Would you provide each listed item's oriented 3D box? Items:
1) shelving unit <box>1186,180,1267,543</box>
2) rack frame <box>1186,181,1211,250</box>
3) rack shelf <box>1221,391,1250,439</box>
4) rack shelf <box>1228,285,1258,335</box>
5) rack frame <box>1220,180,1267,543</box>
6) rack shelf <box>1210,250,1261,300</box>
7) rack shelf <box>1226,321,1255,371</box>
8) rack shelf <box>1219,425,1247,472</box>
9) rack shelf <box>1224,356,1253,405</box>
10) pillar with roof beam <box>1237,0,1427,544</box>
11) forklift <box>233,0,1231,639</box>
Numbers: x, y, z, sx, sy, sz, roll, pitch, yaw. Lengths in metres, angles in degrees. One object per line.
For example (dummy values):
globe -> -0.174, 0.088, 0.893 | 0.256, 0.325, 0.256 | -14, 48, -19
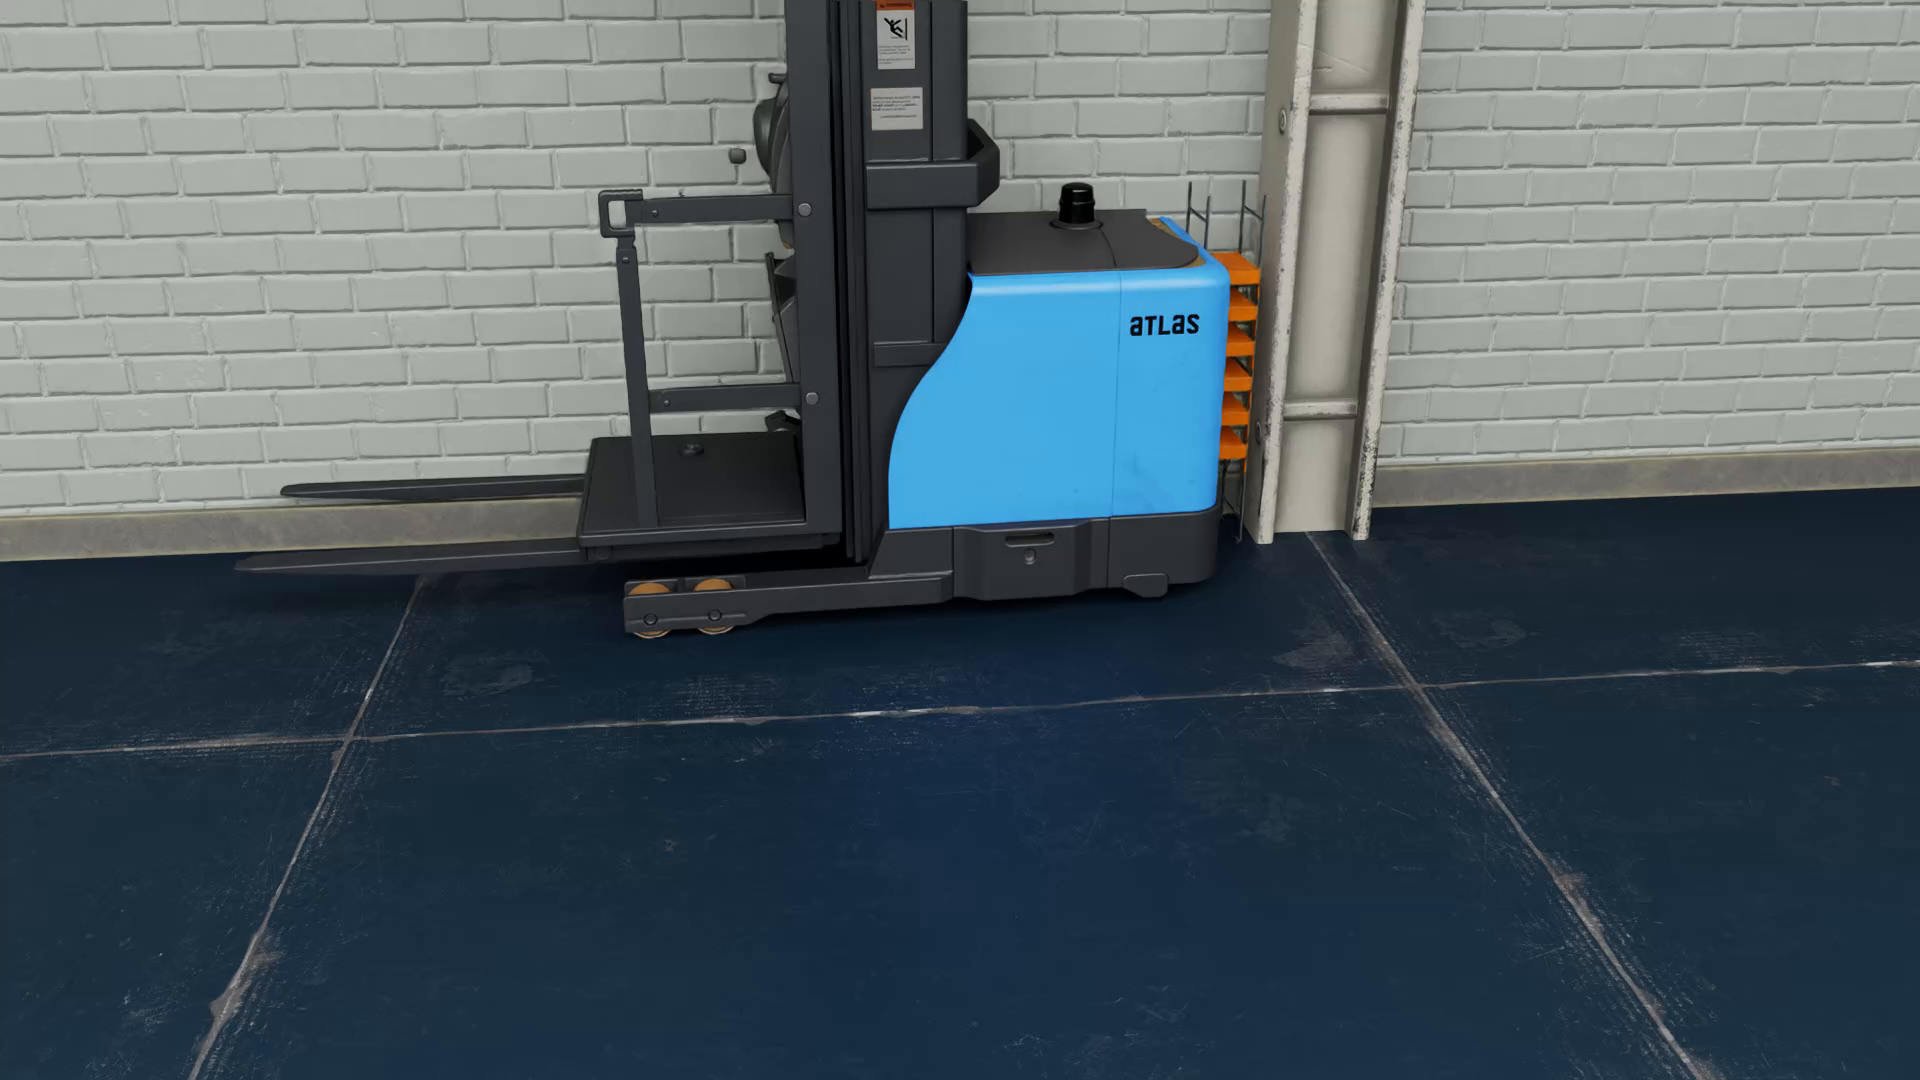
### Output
shelving unit -> 0.857, -0.579, 5.576 | 0.189, 1.200, 0.258 | -3, 24, -7
rack frame -> 0.766, -0.574, 5.565 | 0.006, 1.200, 0.240 | -3, 24, -7
rack shelf -> 0.857, -0.429, 5.643 | 0.180, 0.103, 0.258 | -3, 24, -7
rack shelf -> 0.857, -0.758, 5.497 | 0.180, 0.103, 0.258 | -3, 24, -7
rack frame -> 0.948, -0.585, 5.588 | 0.006, 1.200, 0.240 | -3, 24, -7
rack shelf -> 0.857, -0.868, 5.448 | 0.180, 0.103, 0.258 | -3, 24, -7
rack shelf -> 0.857, -0.648, 5.546 | 0.180, 0.103, 0.258 | -3, 24, -7
rack shelf -> 0.857, -0.319, 5.692 | 0.180, 0.103, 0.258 | -3, 24, -7
rack shelf -> 0.857, -0.539, 5.594 | 0.180, 0.103, 0.258 | -3, 24, -7
pillar with roof beam -> 1.626, -2.429, 0.135 | 0.400, 9.000, 9.100 | -2, 24, -5
forklift -> -0.736, -1.268, 4.994 | 3.031, 2.935, 1.130 | -3, 24, -7
